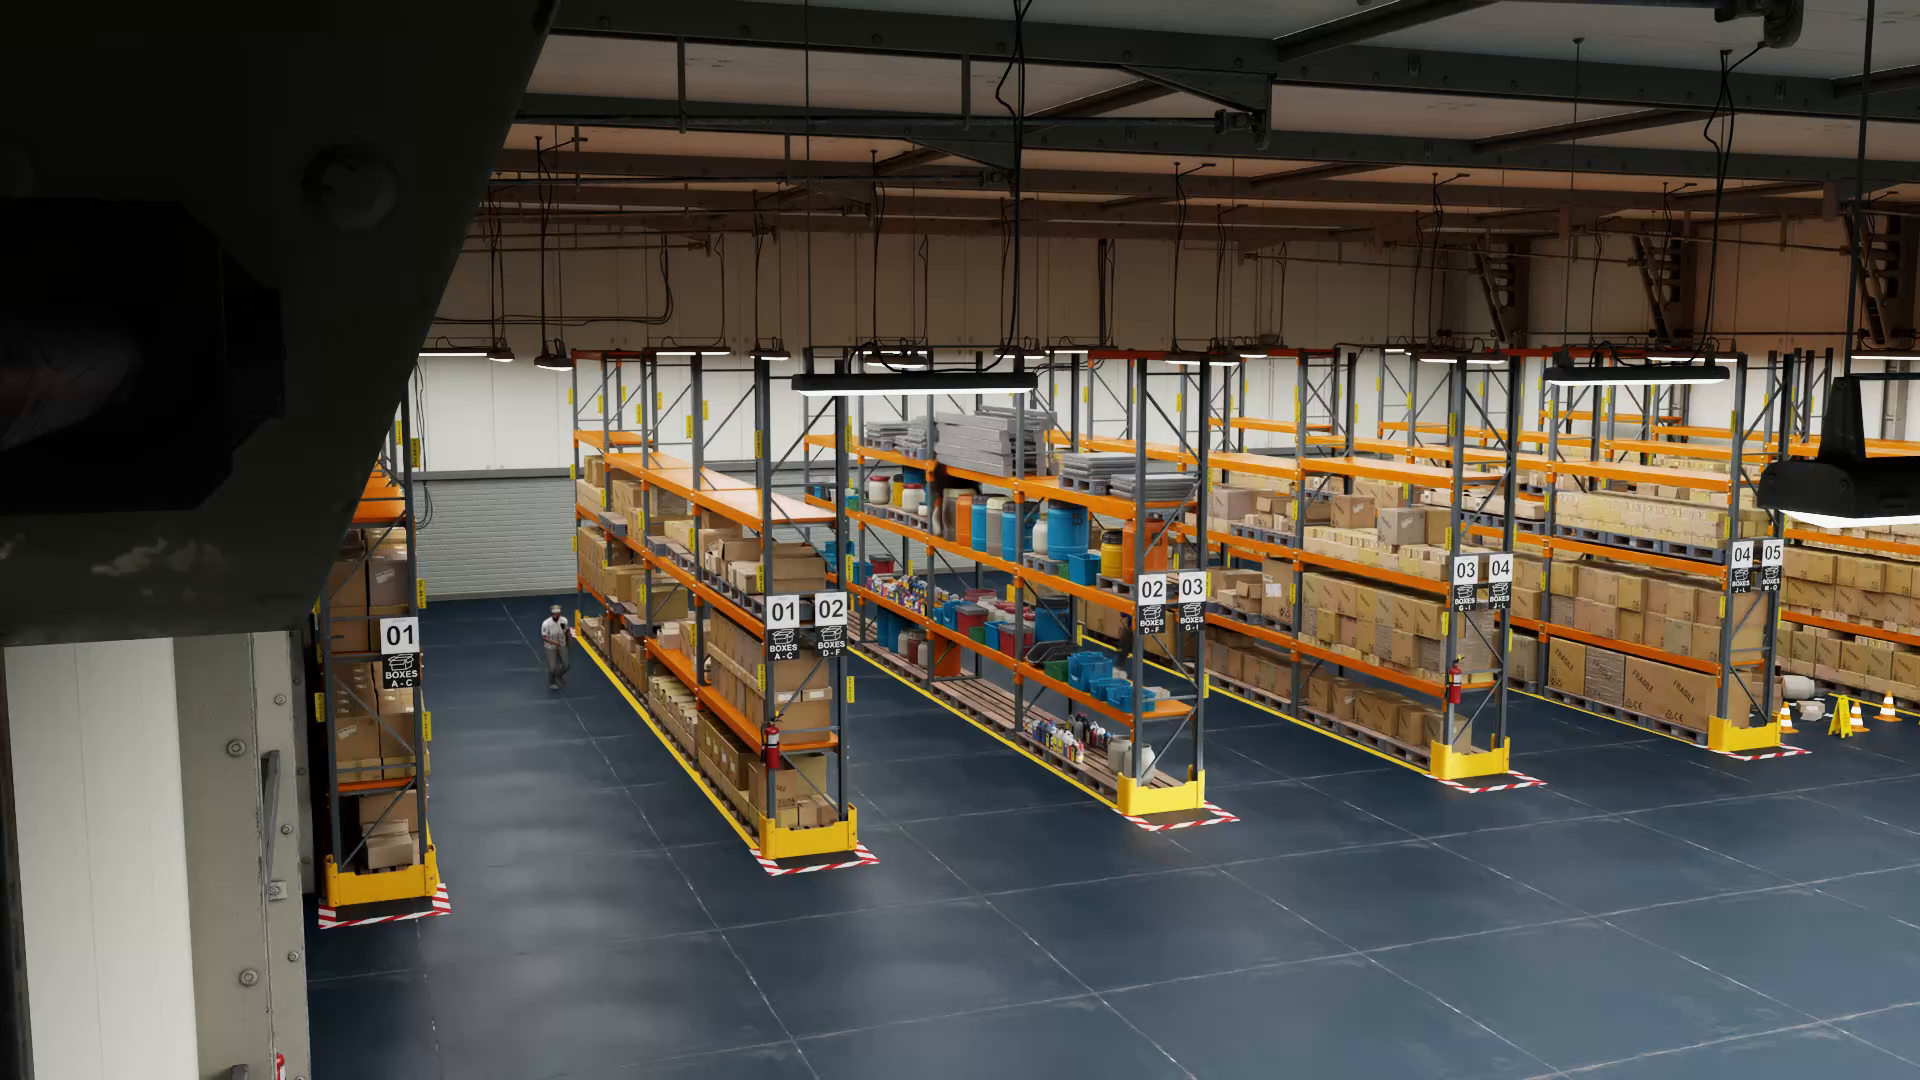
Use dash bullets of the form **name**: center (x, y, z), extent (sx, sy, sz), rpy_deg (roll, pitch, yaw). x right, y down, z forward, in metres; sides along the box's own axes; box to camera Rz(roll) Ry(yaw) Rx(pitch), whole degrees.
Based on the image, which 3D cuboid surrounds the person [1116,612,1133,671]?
- **person**: center (3.022, 1.660, 29.190), extent (0.602, 1.638, 0.895), rpy_deg (-4, 8, -29)

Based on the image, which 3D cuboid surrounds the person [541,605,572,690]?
- **person**: center (-7.149, 1.898, 29.478), extent (0.566, 1.573, 0.733), rpy_deg (-4, 8, -30)
